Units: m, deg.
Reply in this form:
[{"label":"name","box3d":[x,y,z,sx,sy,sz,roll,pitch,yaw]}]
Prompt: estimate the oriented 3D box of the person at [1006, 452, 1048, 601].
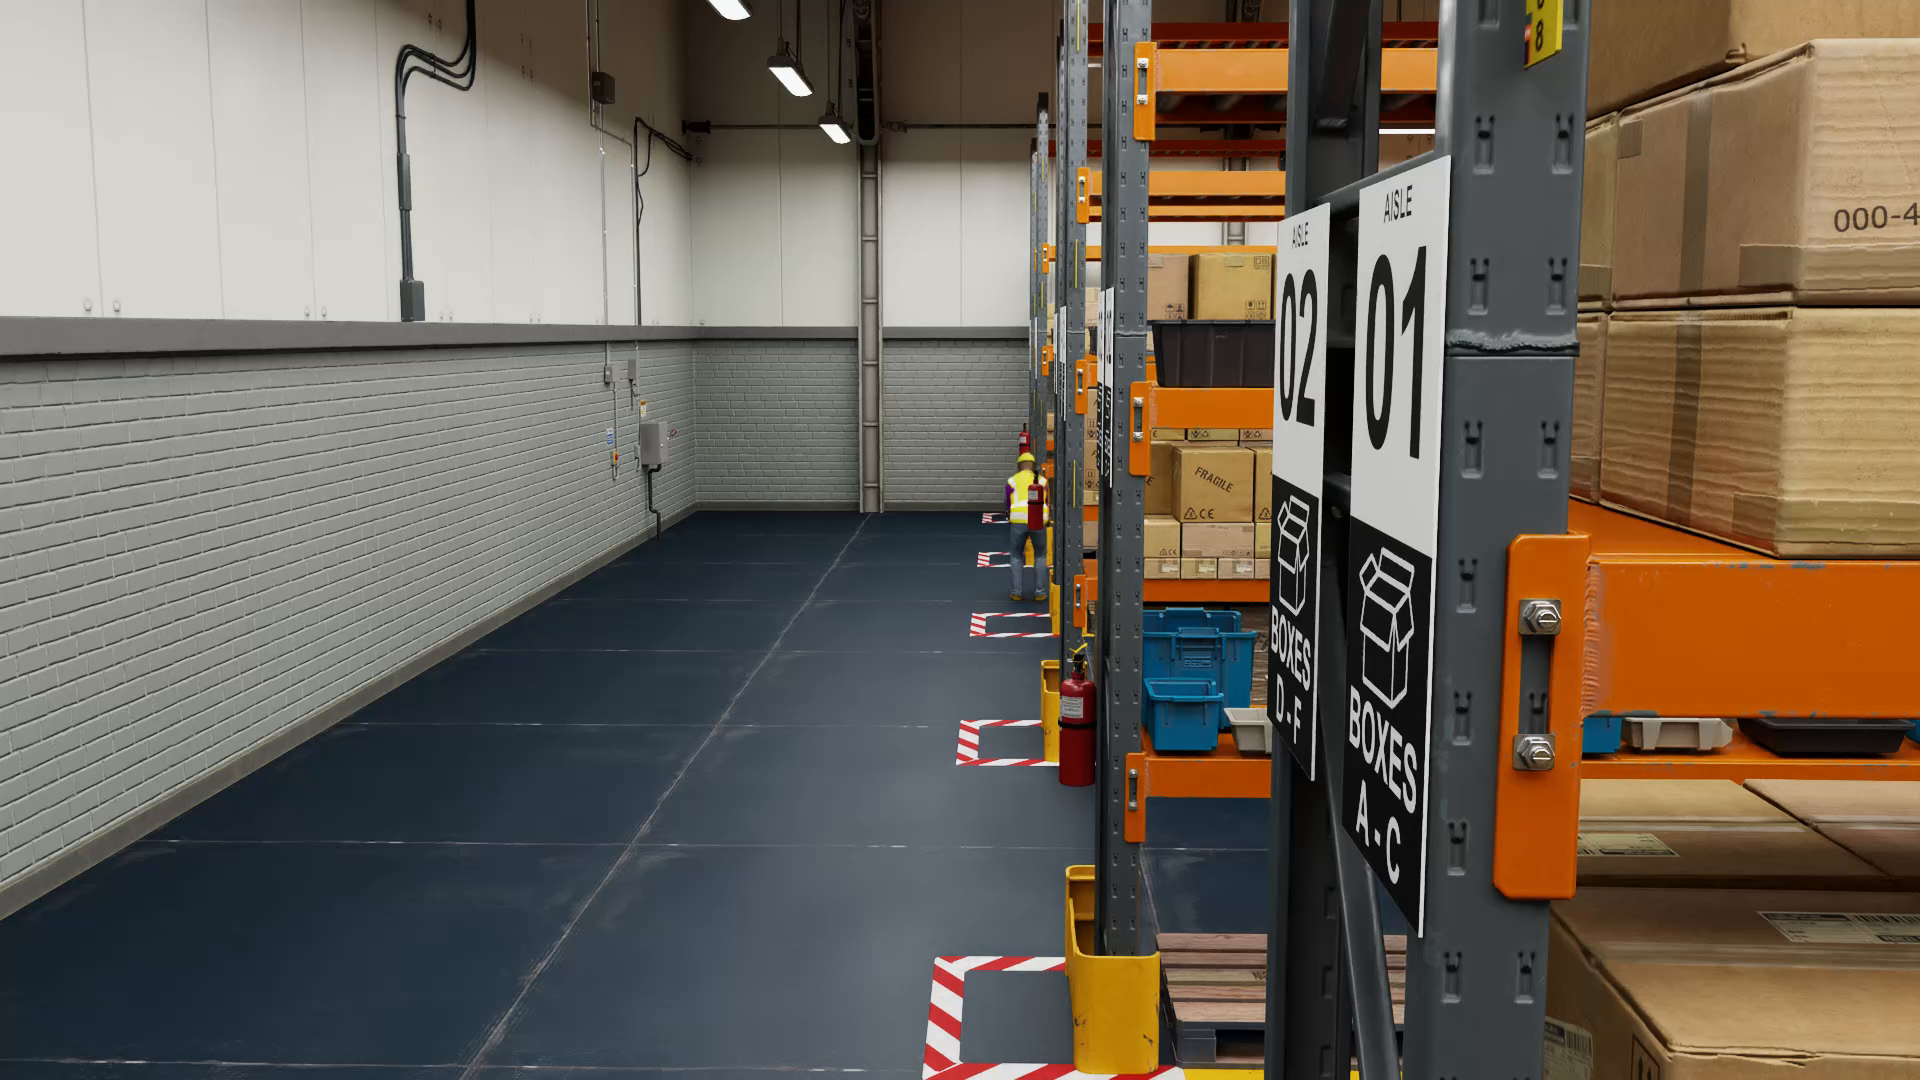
[{"label":"person","box3d":[0.762,-0.164,18.911,0.483,1.656,0.695,0,7,0]}]
